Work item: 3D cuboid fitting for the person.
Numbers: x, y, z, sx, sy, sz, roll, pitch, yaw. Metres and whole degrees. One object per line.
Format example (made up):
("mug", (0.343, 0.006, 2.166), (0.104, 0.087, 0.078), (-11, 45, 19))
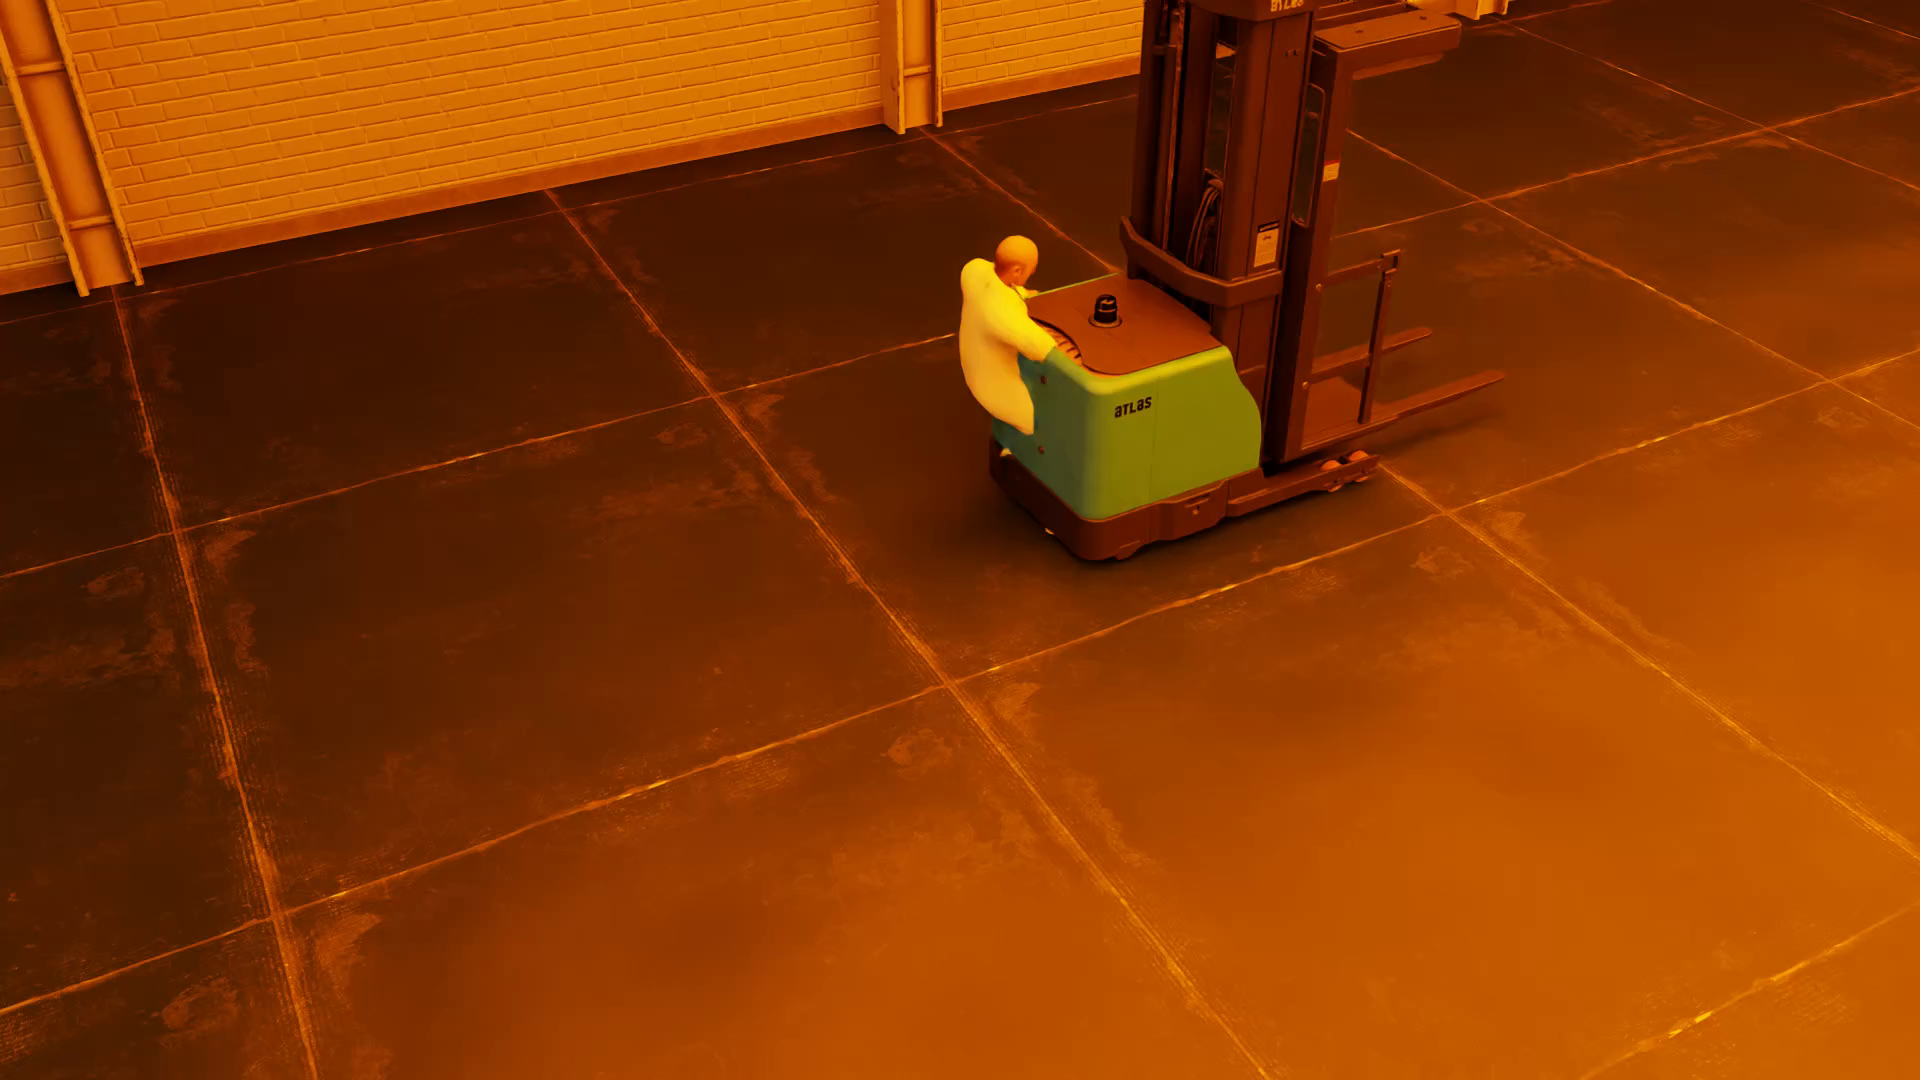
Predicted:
("person", (0.419, -0.900, 8.560), (0.802, 1.543, 0.899), (-12, 37, -17))

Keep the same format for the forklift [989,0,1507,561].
("forklift", (1.693, -1.706, 8.537), (3.031, 2.935, 1.130), (-18, 39, -24))
